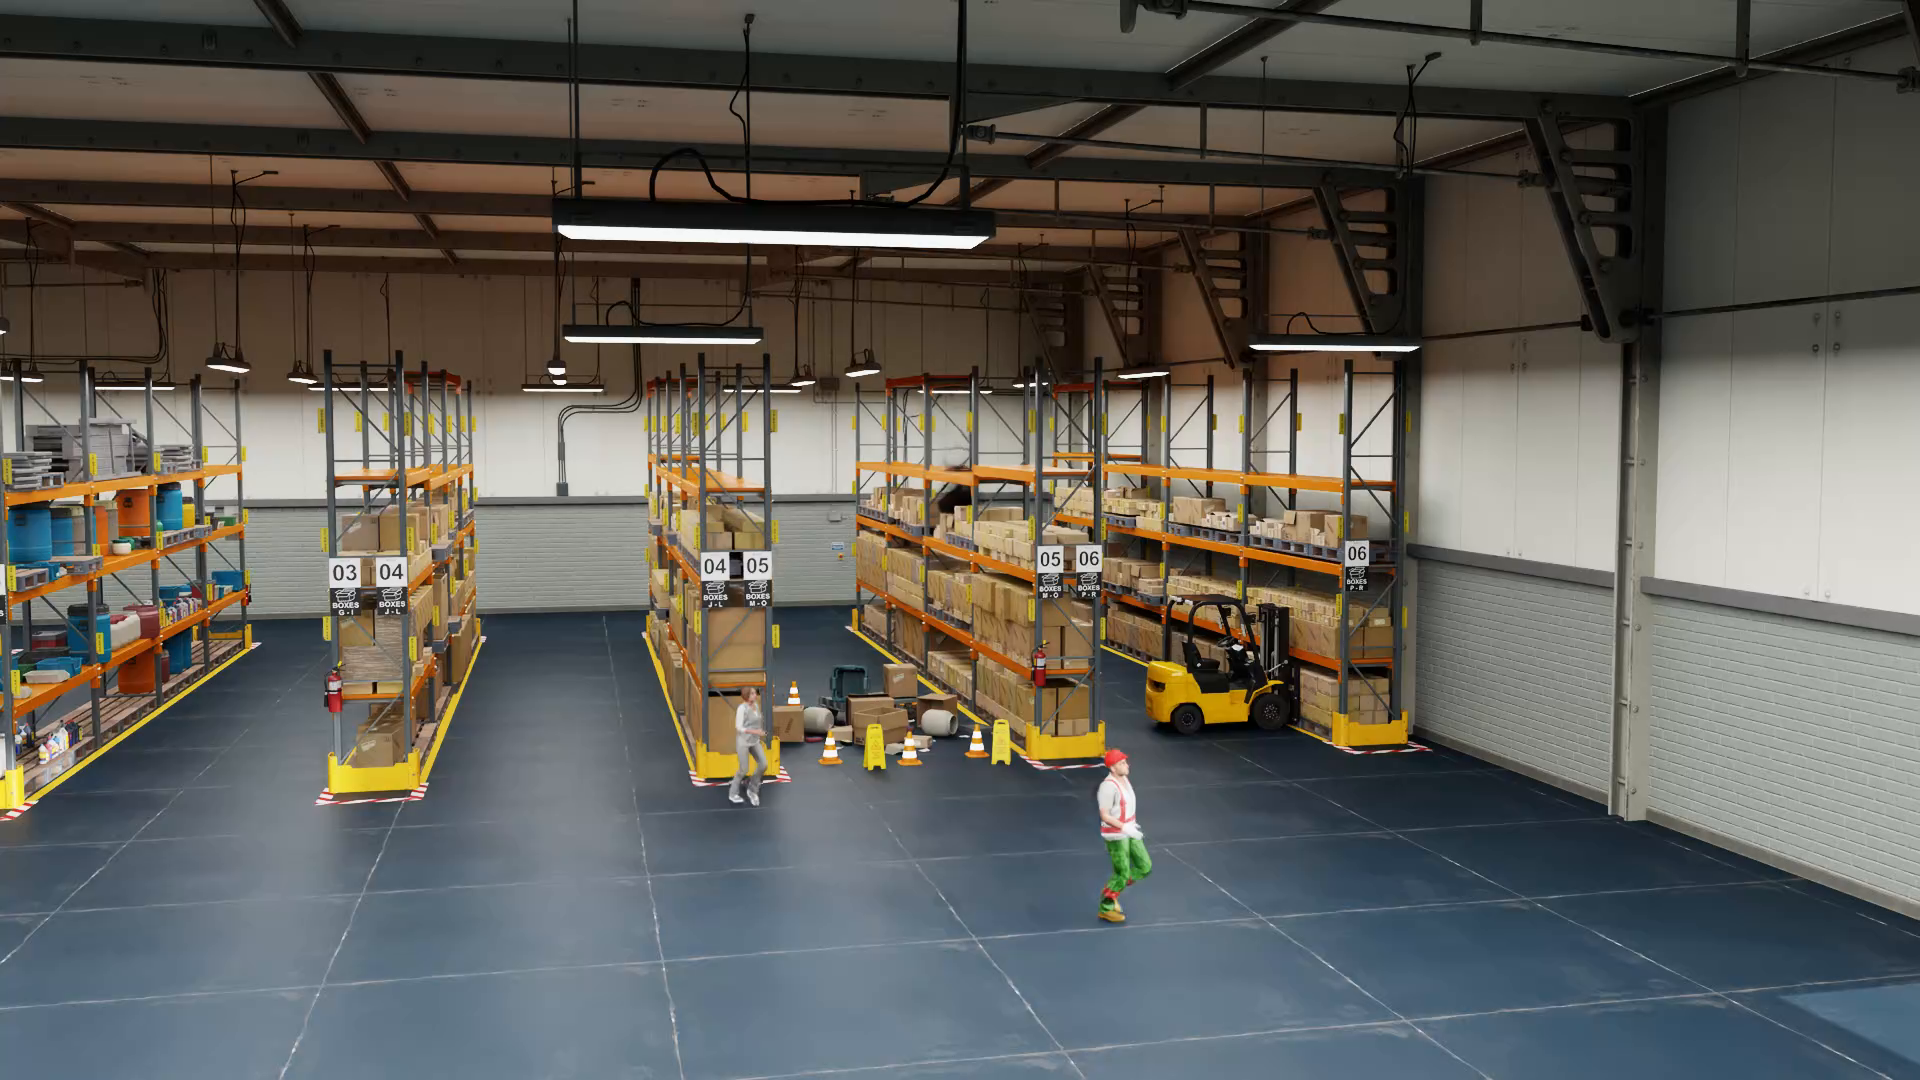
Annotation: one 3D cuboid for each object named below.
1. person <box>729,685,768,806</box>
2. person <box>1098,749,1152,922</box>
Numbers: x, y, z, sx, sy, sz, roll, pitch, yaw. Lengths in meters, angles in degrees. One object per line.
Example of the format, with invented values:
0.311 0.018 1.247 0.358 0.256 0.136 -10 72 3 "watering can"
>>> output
-2.744 2.750 21.784 0.669 1.530 0.560 3 5 35 "person"
1.646 2.966 16.718 0.530 1.742 0.670 2 4 27 "person"
